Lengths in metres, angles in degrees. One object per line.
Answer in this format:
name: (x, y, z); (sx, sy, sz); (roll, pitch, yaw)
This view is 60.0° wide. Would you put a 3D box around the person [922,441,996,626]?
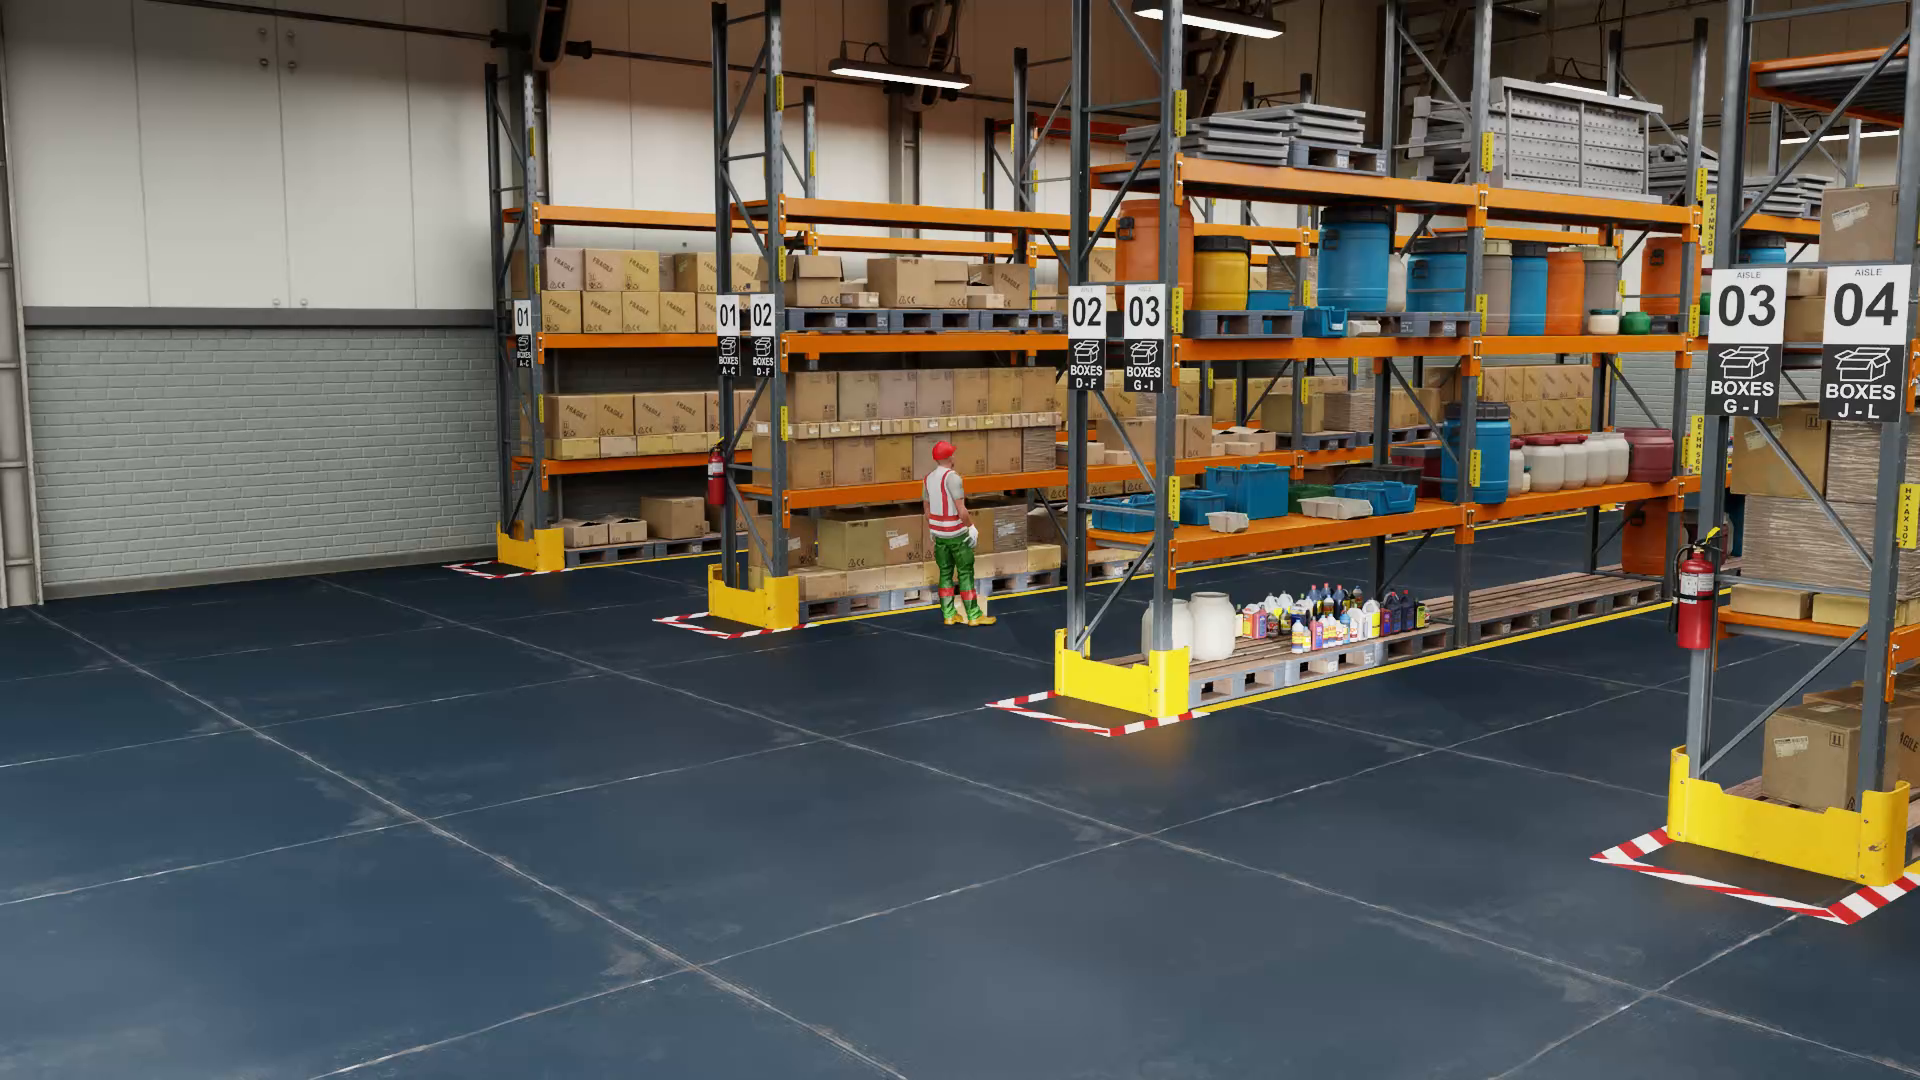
person: (-0.030, -0.075, 16.188); (0.562, 1.790, 0.637); (-6, 10, -41)
